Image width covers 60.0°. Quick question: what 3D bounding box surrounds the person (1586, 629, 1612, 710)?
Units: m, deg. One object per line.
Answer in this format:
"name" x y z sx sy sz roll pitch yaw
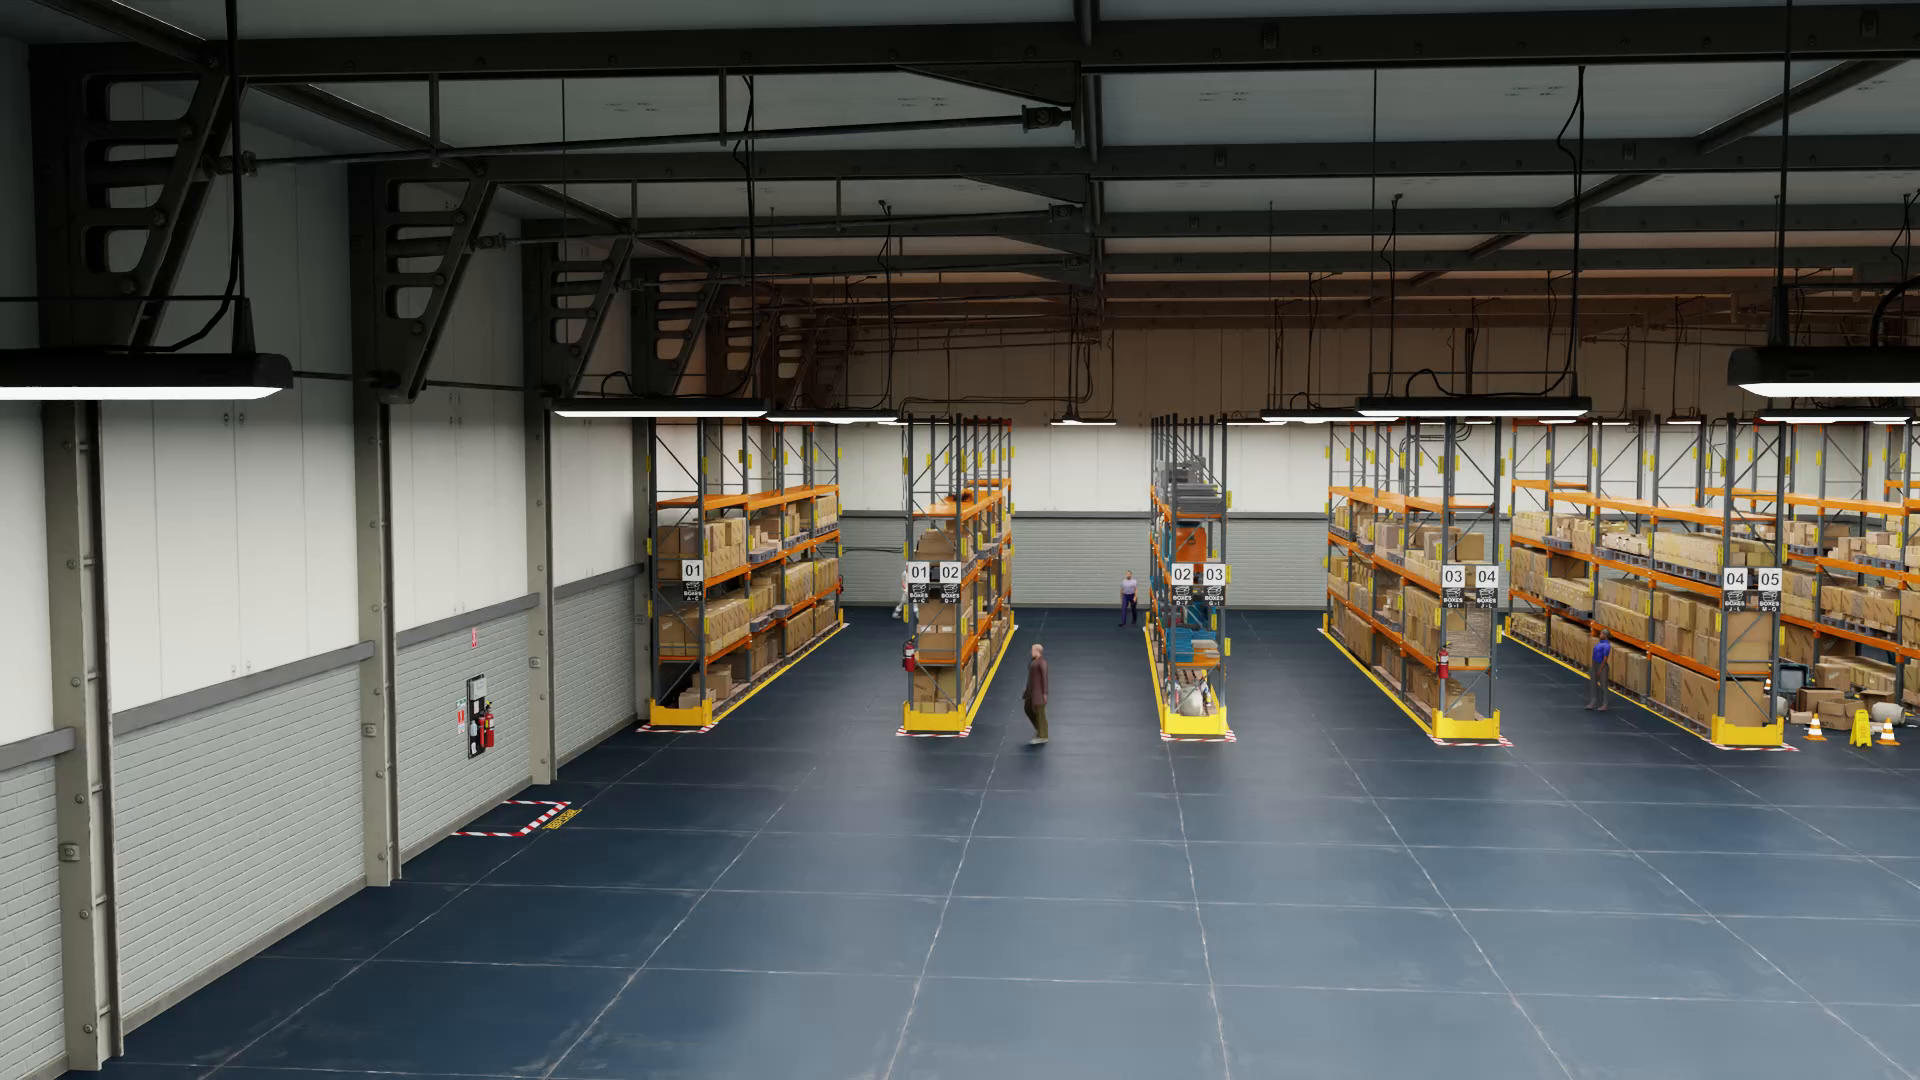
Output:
"person" 13.001 2.616 33.804 0.407 1.651 0.497 -1 4 -20

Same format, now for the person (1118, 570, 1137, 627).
"person" 4.880 1.684 48.112 0.500 1.605 1.010 1 4 14

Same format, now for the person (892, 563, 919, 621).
"person" -1.504 1.531 49.462 1.044 1.750 0.593 1 4 21

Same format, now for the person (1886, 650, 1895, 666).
"person" 21.859 2.304 39.091 0.349 1.613 0.504 3 5 36

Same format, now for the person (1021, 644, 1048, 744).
"person" 1.409 2.782 30.293 0.502 1.796 0.623 -1 4 -17
